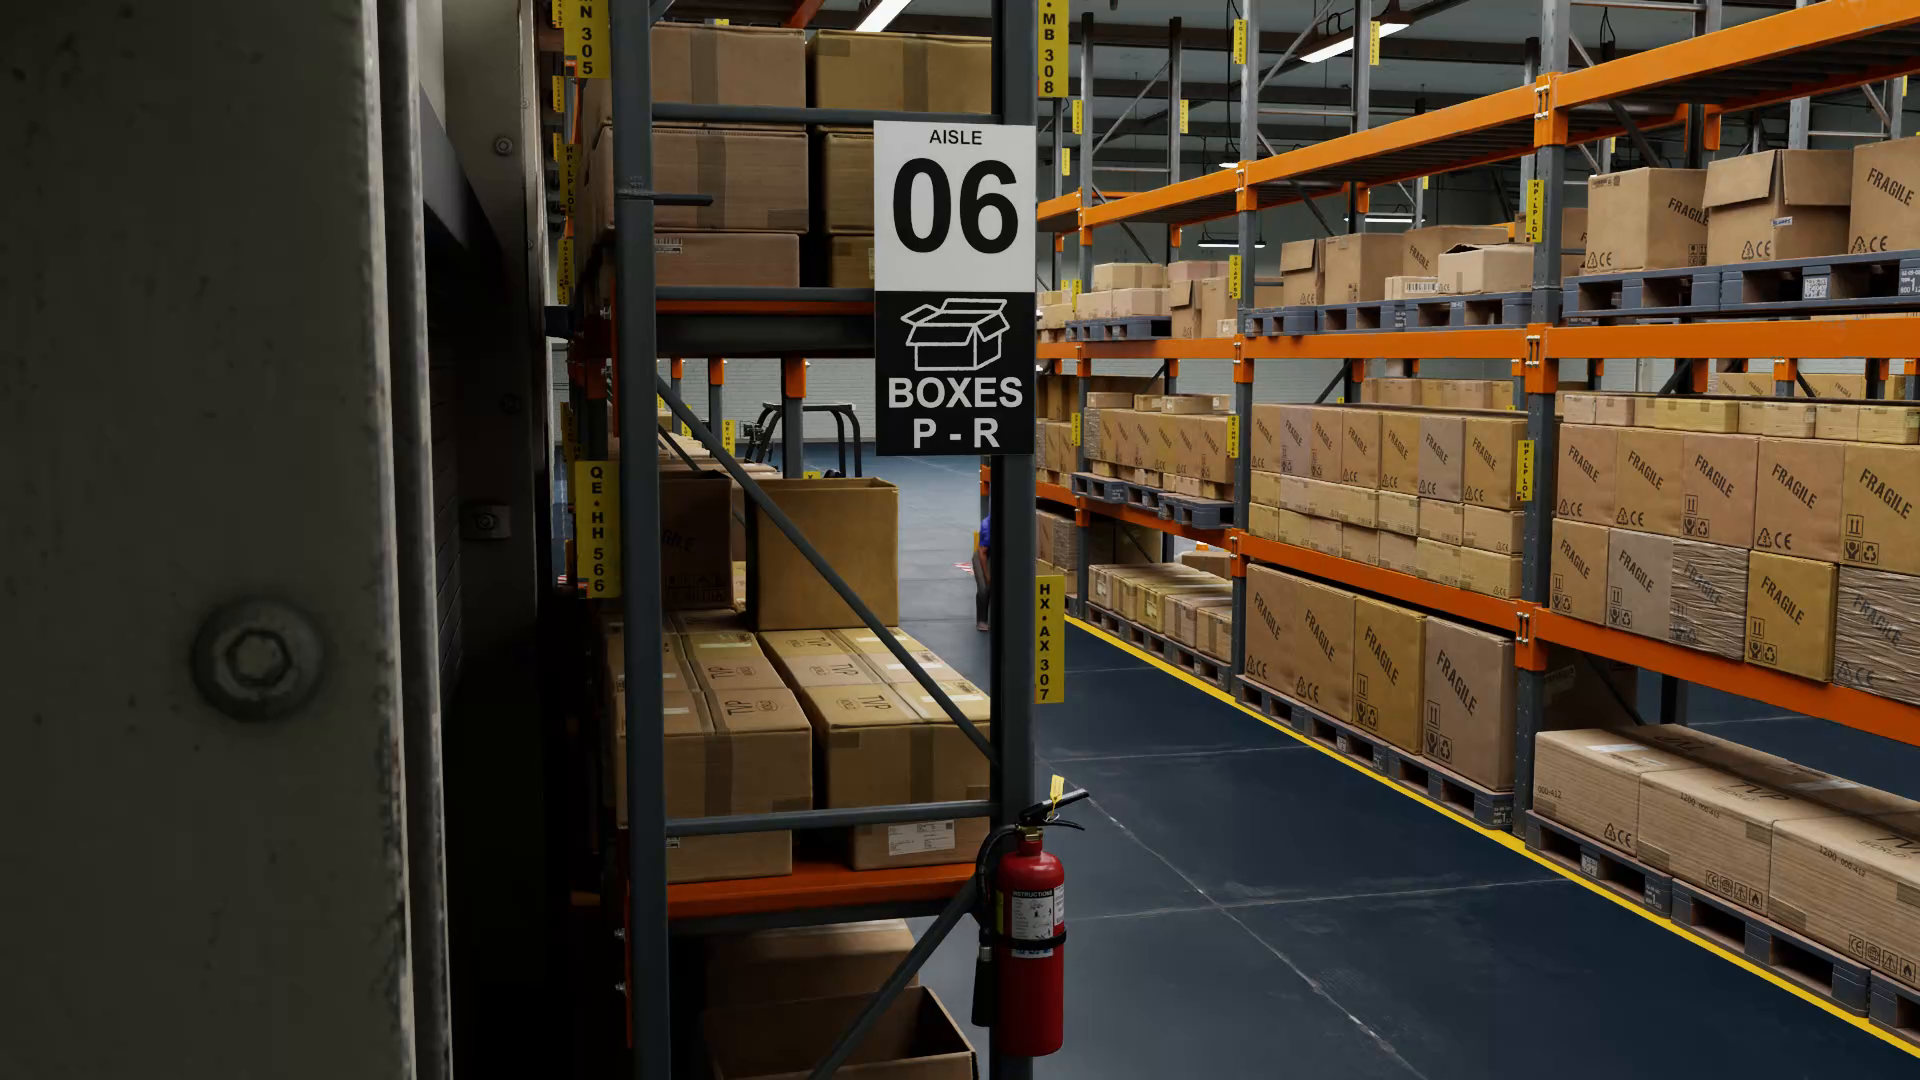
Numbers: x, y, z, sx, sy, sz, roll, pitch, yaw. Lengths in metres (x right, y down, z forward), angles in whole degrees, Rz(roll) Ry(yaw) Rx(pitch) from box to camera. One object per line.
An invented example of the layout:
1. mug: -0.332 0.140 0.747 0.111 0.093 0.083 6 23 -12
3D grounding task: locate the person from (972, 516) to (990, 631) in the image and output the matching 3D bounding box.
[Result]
1. person: 0.391 0.244 16.258 0.497 1.280 0.681 -2 6 -14
